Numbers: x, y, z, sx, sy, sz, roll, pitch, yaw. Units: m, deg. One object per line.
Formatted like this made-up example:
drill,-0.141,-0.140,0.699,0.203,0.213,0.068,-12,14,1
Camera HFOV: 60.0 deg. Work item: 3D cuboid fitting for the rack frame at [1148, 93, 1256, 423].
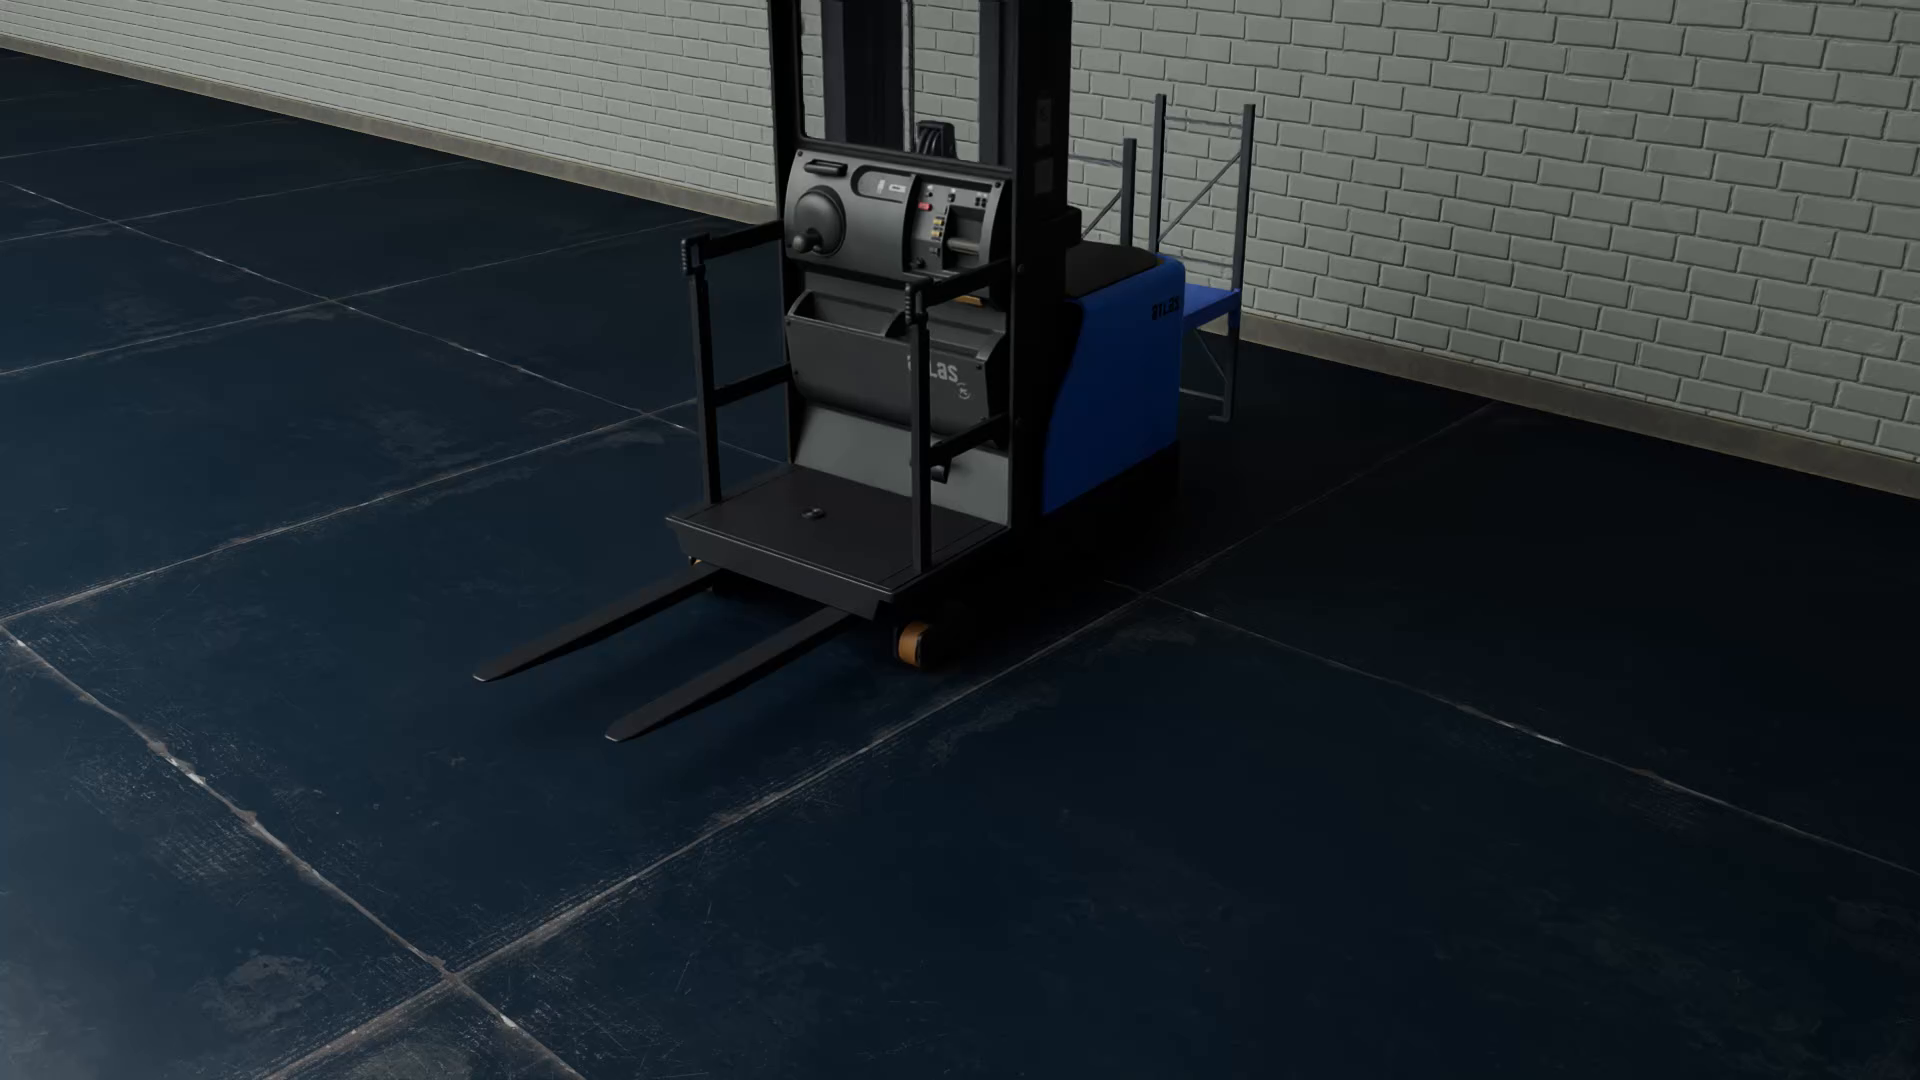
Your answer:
rack frame,1.110,-1.316,7.852,0.500,1.500,0.032,17,29,33

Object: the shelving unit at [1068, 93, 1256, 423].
shelving unit,0.806,-1.149,7.480,0.538,1.500,1.048,17,29,33

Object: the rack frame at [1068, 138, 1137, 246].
rack frame,0.501,-0.983,7.109,0.500,1.500,0.032,17,29,33

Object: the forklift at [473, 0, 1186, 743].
forklift,-0.367,-1.119,5.663,1.130,2.935,3.031,17,29,33

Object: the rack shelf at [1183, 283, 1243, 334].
rack shelf,0.806,-0.985,7.554,0.538,0.185,1.000,17,29,33
